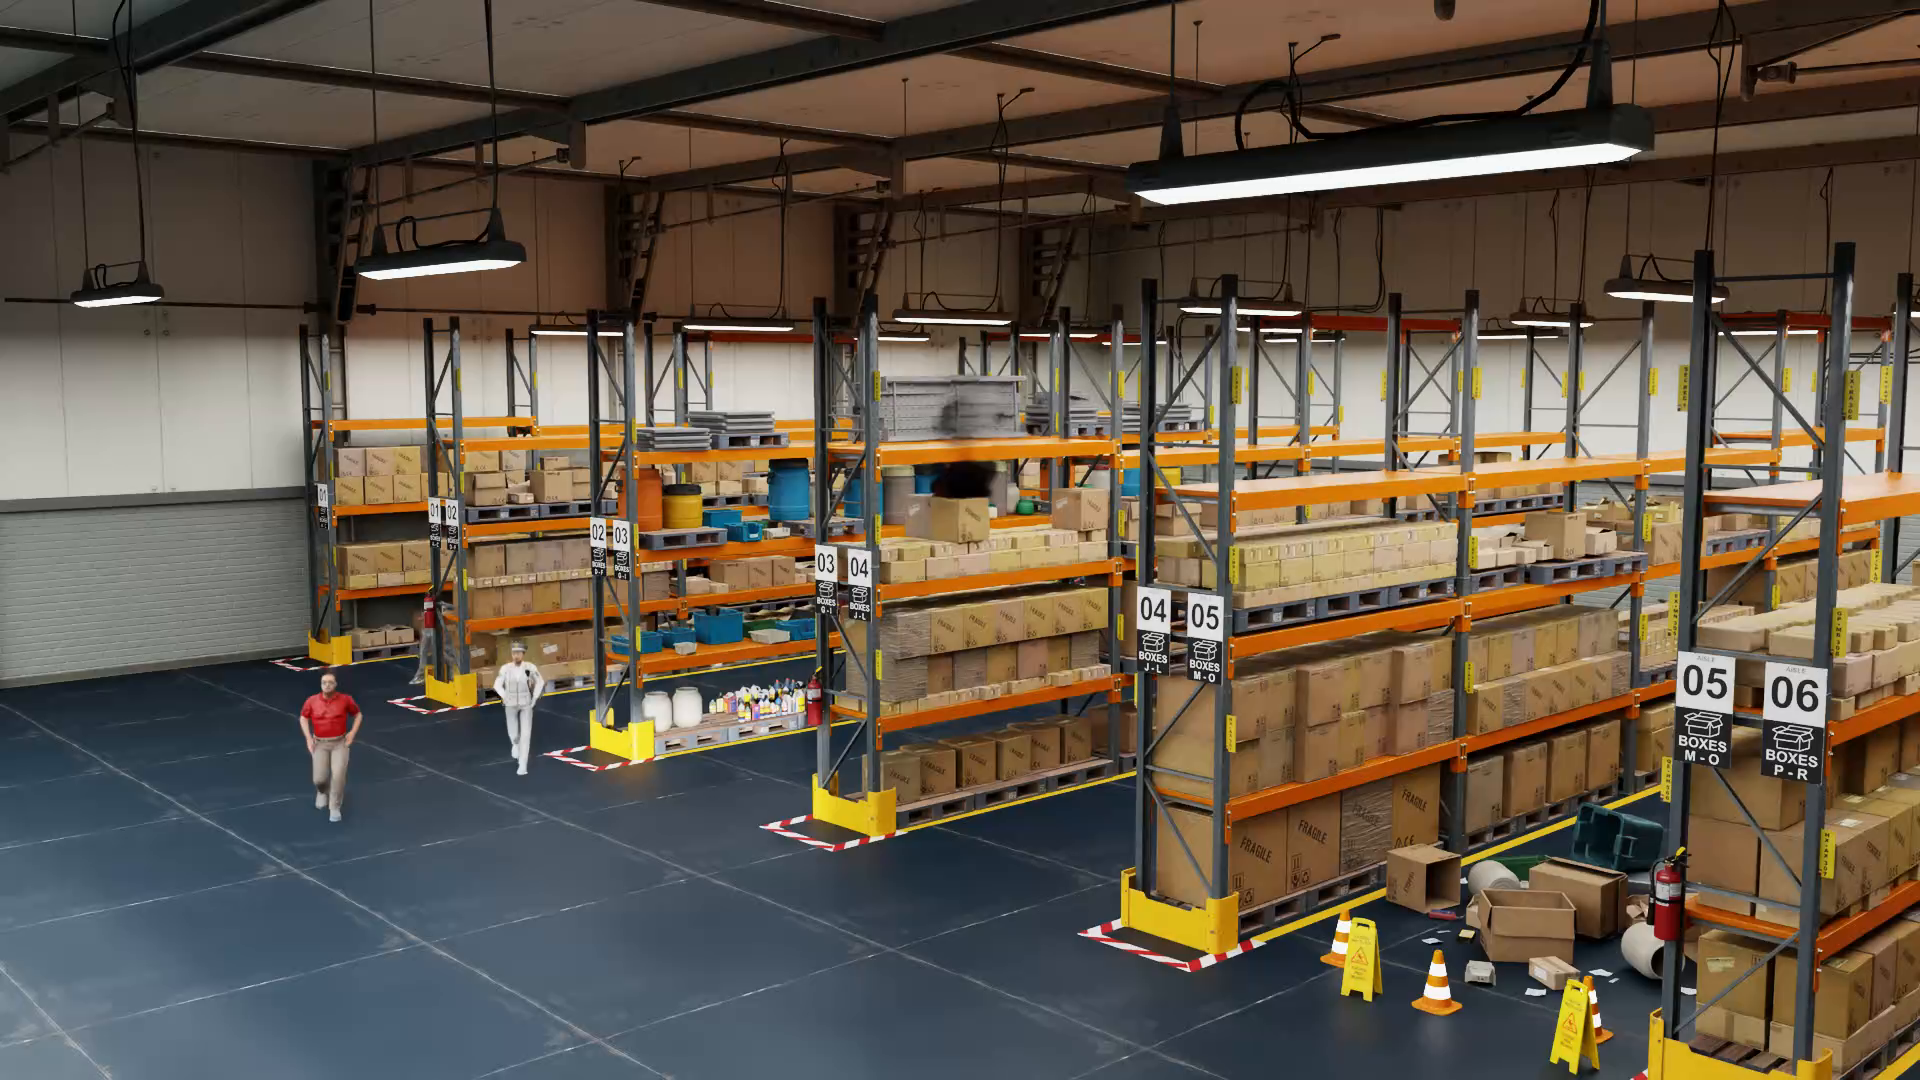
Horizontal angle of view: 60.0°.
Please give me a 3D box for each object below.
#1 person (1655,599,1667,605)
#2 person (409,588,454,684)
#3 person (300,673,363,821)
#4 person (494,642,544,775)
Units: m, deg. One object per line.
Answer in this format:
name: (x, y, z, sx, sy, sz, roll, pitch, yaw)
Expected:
person: (10.755, 1.738, 25.701, 0.660, 1.660, 0.541, -6, 8, -44)
person: (-8.751, 1.570, 27.544, 0.542, 1.563, 0.898, 5, 7, 39)
person: (-7.299, 2.381, 19.337, 0.683, 1.702, 0.600, -2, 6, -19)
person: (-5.738, 2.155, 21.676, 0.637, 1.704, 0.735, -2, 6, -18)
